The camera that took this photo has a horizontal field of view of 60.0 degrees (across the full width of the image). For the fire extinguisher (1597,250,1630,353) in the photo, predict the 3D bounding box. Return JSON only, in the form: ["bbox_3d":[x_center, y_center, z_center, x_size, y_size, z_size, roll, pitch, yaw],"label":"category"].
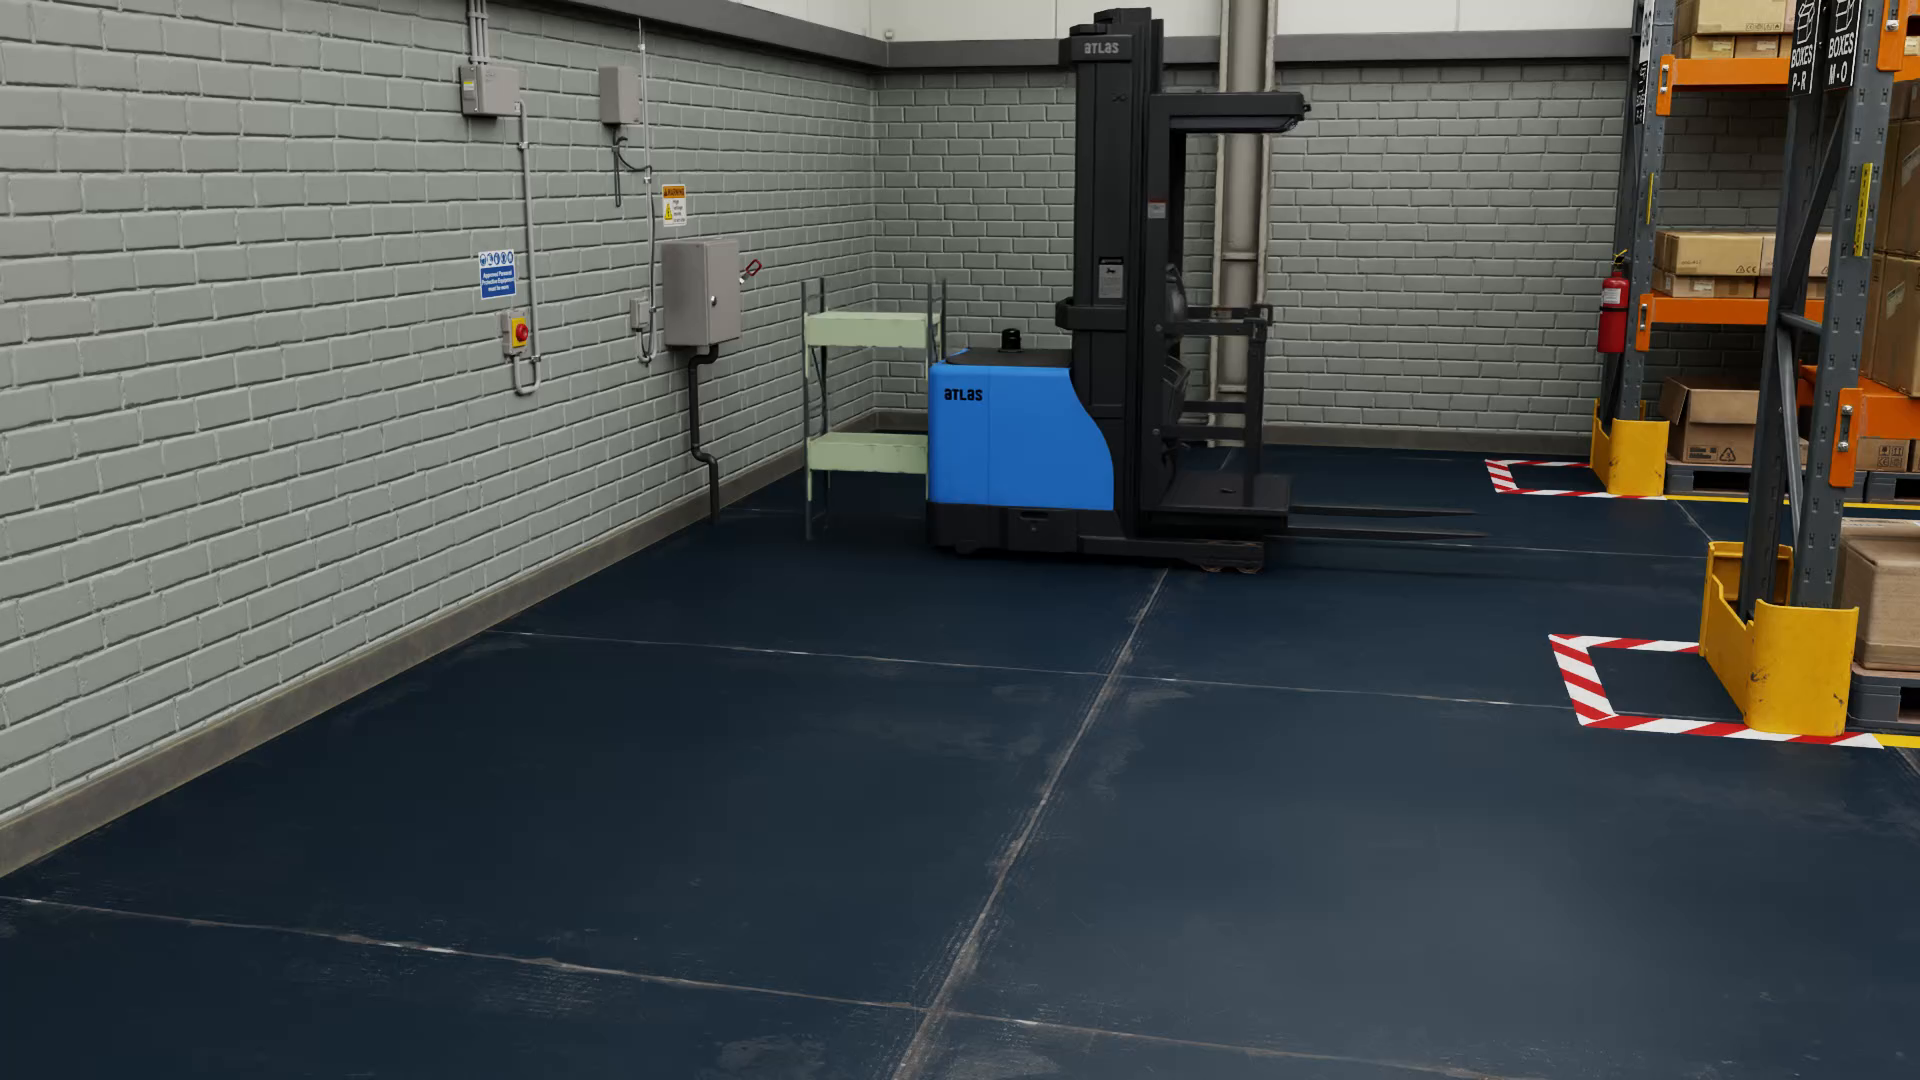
[{"bbox_3d":[4.307,-1.574,10.941,0.183,0.674,0.296,3,13,14],"label":"fire extinguisher"}]

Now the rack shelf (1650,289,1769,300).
[{"bbox_3d":[6.503,-1.524,10.885,3.809,0.124,0.919,3,13,14],"label":"rack shelf"}]

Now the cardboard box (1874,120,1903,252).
[{"bbox_3d":[3.900,-1.401,6.584,0.500,0.500,0.500,4,13,15],"label":"cardboard box"}]

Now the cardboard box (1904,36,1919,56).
[{"bbox_3d":[5.794,-3.088,10.381,0.250,0.149,0.380,3,13,13],"label":"cardboard box"}]

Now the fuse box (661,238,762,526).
[{"bbox_3d":[-1.460,-0.932,9.984,0.414,1.711,0.539,3,13,14],"label":"fuse box"}]

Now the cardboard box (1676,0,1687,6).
[{"bbox_3d":[5.059,-3.699,11.062,0.500,0.250,0.500,3,13,12],"label":"cardboard box"}]

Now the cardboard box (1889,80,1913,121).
[{"bbox_3d":[3.772,-1.716,6.507,0.250,0.149,0.380,3,13,14],"label":"cardboard box"}]

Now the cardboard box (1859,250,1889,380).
[{"bbox_3d":[3.907,-0.919,6.718,0.500,0.500,0.500,3,13,14],"label":"cardboard box"}]

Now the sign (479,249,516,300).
[{"bbox_3d":[-2.176,-1.252,7.827,0.001,0.218,0.327,3,13,14],"label":"sign"}]

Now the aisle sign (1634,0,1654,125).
[{"bbox_3d":[4.424,-3.094,10.752,0.004,0.787,0.394,3,13,14],"label":"aisle sign"}]

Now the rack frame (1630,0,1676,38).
[{"bbox_3d":[4.561,-4.812,10.646,0.127,3.000,1.000,3,13,14],"label":"rack frame"}]

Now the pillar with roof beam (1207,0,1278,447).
[{"bbox_3d":[1.128,-4.236,8.051,0.400,9.000,9.100,3,13,14],"label":"pillar with roof beam"}]

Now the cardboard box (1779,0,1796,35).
[{"bbox_3d":[5.425,-3.317,10.493,0.500,0.250,0.500,3,13,15],"label":"cardboard box"}]

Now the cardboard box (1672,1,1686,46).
[{"bbox_3d":[5.058,-3.454,11.109,0.500,0.250,0.500,3,13,13],"label":"cardboard box"}]

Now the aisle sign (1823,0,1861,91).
[{"bbox_3d":[3.236,-2.051,6.051,0.004,0.787,0.394,3,13,14],"label":"aisle sign"}]

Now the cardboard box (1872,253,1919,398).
[{"bbox_3d":[3.773,-0.803,6.195,0.500,0.500,0.500,3,13,13],"label":"cardboard box"}]

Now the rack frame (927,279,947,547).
[{"bbox_3d":[-0.131,-0.736,9.590,0.023,1.500,0.400,3,13,12],"label":"rack frame"}]

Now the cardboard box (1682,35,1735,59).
[{"bbox_3d":[4.815,-3.159,10.704,0.250,0.149,0.380,3,13,15],"label":"cardboard box"}]

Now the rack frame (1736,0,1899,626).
[{"bbox_3d":[3.375,-0.839,6.591,0.127,3.000,1.000,3,13,14],"label":"rack frame"}]

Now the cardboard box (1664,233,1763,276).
[{"bbox_3d":[4.937,-1.875,10.919,0.500,0.250,0.500,3,13,14],"label":"cardboard box"}]

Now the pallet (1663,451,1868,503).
[{"bbox_3d":[5.409,-0.477,11.395,1.213,0.211,1.003,3,13,14],"label":"pallet"}]

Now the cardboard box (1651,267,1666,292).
[{"bbox_3d":[4.947,-1.800,11.500,0.250,0.149,0.380,3,13,13],"label":"cardboard box"}]

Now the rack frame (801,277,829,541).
[{"bbox_3d":[-0.846,-0.770,9.740,0.023,1.500,0.400,3,13,12],"label":"rack frame"}]

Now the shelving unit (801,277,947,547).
[{"bbox_3d":[-0.488,-0.753,9.665,0.755,1.500,0.400,3,13,12],"label":"shelving unit"}]

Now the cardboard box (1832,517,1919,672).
[{"bbox_3d":[4.040,0.220,6.763,0.875,0.438,0.875,3,13,12],"label":"cardboard box"}]

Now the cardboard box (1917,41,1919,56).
[{"bbox_3d":[6.049,-3.088,10.381,0.250,0.149,0.380,3,13,13],"label":"cardboard box"}]

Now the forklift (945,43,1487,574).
[{"bbox_3d":[1.427,-1.329,9.158,2.937,2.843,1.107,3,13,12],"label":"forklift"}]

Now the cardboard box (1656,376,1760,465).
[{"bbox_3d":[5.132,-0.818,11.288,0.637,0.503,0.797,3,13,11],"label":"cardboard box"}]

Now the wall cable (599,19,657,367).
[{"bbox_3d":[-1.776,-1.922,9.124,0.122,1.984,0.588,3,13,14],"label":"wall cable"}]

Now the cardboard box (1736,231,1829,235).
[{"bbox_3d":[5.571,-1.960,11.302,0.500,0.250,0.500,3,13,14],"label":"cardboard box"}]

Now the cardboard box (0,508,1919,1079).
[{"bbox_3d":[4.263,0.002,6.146,13.522,1.550,6.103,3,13,13],"label":"cardboard box"}]

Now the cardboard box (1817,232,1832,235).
[{"bbox_3d":[6.051,-1.933,11.182,0.500,0.250,0.500,3,13,15],"label":"cardboard box"}]

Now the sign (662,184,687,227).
[{"bbox_3d":[-1.674,-1.963,9.751,0.001,0.242,0.339,3,13,14],"label":"sign"}]

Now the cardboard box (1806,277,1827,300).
[{"bbox_3d":[5.567,-1.650,10.825,0.250,0.149,0.380,3,13,15],"label":"cardboard box"}]

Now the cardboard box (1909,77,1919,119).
[{"bbox_3d":[3.654,-1.616,6.056,0.250,0.149,0.380,3,13,15],"label":"cardboard box"}]

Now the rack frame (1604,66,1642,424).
[{"bbox_3d":[4.560,-1.882,11.293,0.053,2.616,0.949,3,13,14],"label":"rack frame"}]
